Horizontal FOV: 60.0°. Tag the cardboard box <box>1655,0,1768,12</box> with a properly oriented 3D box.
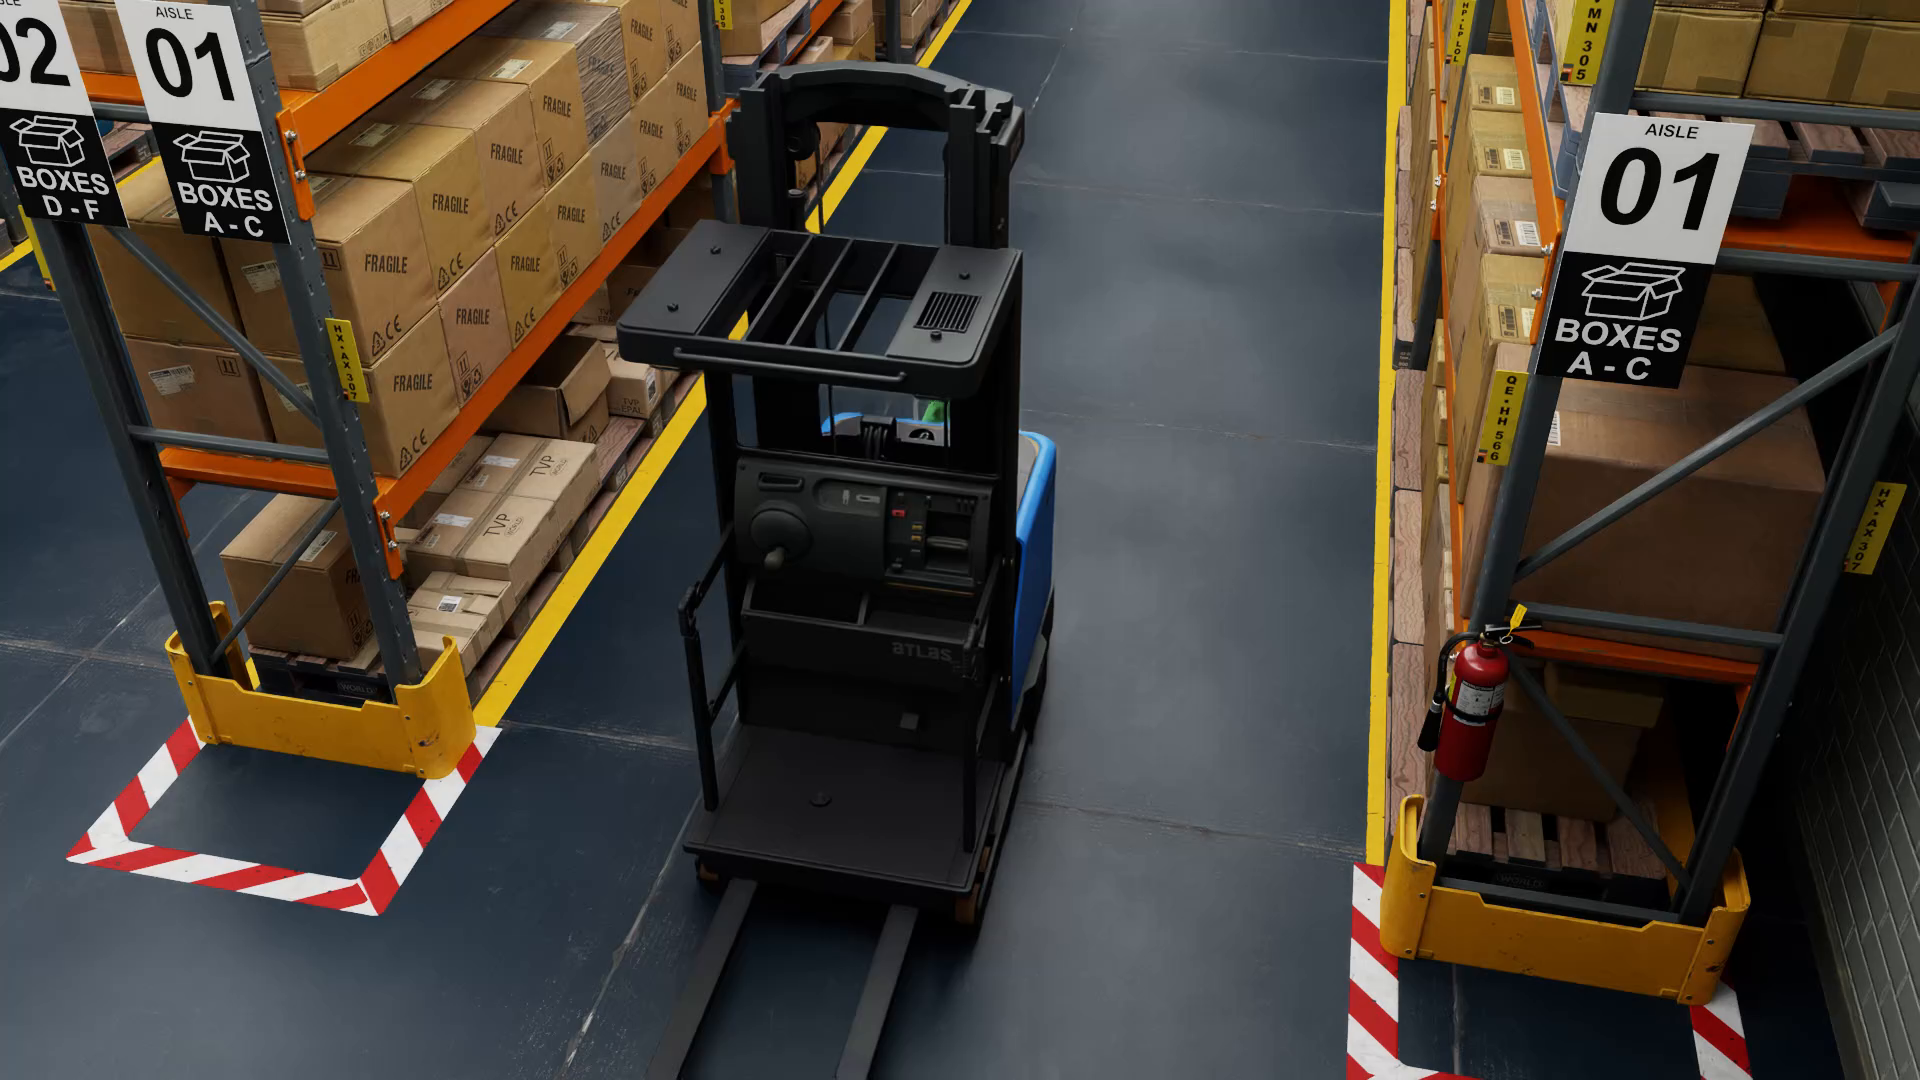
[{"bbox_3d":[2.053,-1.846,4.731,0.500,0.500,0.500,7,37,10],"label":"cardboard box"}]

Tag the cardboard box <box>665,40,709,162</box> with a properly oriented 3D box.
[{"bbox_3d":[-1.678,-2.358,8.863,0.500,0.500,0.500,8,37,11],"label":"cardboard box"}]

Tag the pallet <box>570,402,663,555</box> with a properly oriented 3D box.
[{"bbox_3d":[-2.228,-0.412,8.639,1.003,0.211,1.213,7,37,10],"label":"pallet"}]

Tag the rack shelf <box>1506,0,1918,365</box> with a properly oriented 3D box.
[{"bbox_3d":[2.591,-1.794,6.227,1.077,0.370,4.000,7,37,10],"label":"rack shelf"}]

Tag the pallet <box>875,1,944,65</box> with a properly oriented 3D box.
[{"bbox_3d":[-0.754,-4.268,13.959,1.003,0.211,1.213,7,37,10],"label":"pallet"}]

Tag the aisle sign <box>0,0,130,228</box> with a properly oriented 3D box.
[{"bbox_3d":[-2.991,-1.395,5.404,0.394,0.787,0.004,7,37,10],"label":"aisle sign"}]

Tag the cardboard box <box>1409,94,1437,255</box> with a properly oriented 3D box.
[{"bbox_3d":[3.217,-2.216,10.226,0.750,0.750,0.750,8,37,11],"label":"cardboard box"}]

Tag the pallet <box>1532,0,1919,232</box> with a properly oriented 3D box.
[{"bbox_3d":[2.312,-1.330,5.048,1.003,0.211,1.213,7,37,10],"label":"pallet"}]

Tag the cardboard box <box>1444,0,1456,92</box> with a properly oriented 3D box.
[{"bbox_3d":[2.969,-2.777,9.169,0.500,0.500,0.500,8,37,10],"label":"cardboard box"}]

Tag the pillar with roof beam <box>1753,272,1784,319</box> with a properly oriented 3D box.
[{"bbox_3d":[-0.492,-4.477,6.759,9.100,9.000,0.400,7,37,10],"label":"pillar with roof beam"}]

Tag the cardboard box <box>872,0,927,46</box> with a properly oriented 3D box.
[{"bbox_3d":[-0.569,-4.250,13.543,0.500,0.250,0.500,7,37,10],"label":"cardboard box"}]

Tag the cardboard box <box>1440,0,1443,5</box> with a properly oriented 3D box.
[{"bbox_3d":[3.290,-3.650,10.375,0.500,0.500,0.500,7,37,10],"label":"cardboard box"}]

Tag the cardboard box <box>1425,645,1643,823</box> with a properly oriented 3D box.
[{"bbox_3d":[2.215,0.704,6.495,0.700,0.500,0.500,7,37,10],"label":"cardboard box"}]

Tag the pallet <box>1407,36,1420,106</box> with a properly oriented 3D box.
[{"bbox_3d":[4.040,-3.630,13.078,1.003,0.211,1.213,7,37,10],"label":"pallet"}]

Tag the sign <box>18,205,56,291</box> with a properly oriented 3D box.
[{"bbox_3d":[-3.215,-1.021,5.847,0.100,0.325,0.005,7,37,10],"label":"sign"}]

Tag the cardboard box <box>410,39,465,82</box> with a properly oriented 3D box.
[{"bbox_3d":[-2.527,-1.960,7.462,0.500,0.500,0.500,8,37,11],"label":"cardboard box"}]

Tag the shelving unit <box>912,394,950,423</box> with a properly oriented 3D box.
[{"bbox_3d":[-0.035,-0.391,7.767,0.258,1.200,0.503,7,37,10],"label":"shelving unit"}]

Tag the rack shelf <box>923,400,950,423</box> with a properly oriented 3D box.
[{"bbox_3d":[-0.035,-0.534,7.664,0.258,0.148,0.480,7,37,10],"label":"rack shelf"}]

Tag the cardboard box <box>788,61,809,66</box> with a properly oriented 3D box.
[{"bbox_3d":[-1.267,-2.926,10.848,0.500,0.250,0.500,7,37,10],"label":"cardboard box"}]

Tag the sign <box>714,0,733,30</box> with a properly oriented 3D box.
[{"bbox_3d":[-1.291,-2.923,8.990,0.100,0.325,0.005,7,37,10],"label":"sign"}]

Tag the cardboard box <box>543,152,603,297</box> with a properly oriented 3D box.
[{"bbox_3d":[-2.001,-1.475,7.644,0.500,0.500,0.500,8,37,11],"label":"cardboard box"}]

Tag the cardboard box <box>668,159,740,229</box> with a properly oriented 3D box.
[{"bbox_3d":[-1.481,-2.049,10.277,0.500,0.500,0.500,6,36,8],"label":"cardboard box"}]

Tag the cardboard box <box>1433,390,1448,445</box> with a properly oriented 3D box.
[{"bbox_3d":[2.395,-0.550,7.672,0.380,0.149,0.250,6,36,9],"label":"cardboard box"}]

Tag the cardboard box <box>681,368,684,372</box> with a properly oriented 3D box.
[{"bbox_3d":[-1.688,-1.076,9.233,0.380,0.149,0.250,7,37,10],"label":"cardboard box"}]

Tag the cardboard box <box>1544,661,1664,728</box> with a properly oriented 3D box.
[{"bbox_3d":[2.384,0.538,6.171,0.380,0.149,0.250,8,37,10],"label":"cardboard box"}]

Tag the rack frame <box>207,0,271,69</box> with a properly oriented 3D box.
[{"bbox_3d":[-2.677,-2.772,4.407,1.000,3.000,0.127,7,37,10],"label":"rack frame"}]

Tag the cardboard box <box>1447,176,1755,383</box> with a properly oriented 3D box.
[{"bbox_3d":[2.579,-0.994,6.810,0.980,0.700,0.700,6,36,8],"label":"cardboard box"}]

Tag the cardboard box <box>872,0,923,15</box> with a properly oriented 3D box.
[{"bbox_3d":[-0.569,-4.477,13.378,0.500,0.311,0.500,9,37,12],"label":"cardboard box"}]

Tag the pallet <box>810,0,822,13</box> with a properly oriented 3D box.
[{"bbox_3d":[-1.379,-3.737,11.013,1.003,0.211,1.213,7,37,10],"label":"pallet"}]

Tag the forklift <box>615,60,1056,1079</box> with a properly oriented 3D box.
[{"bbox_3d":[-0.393,0.017,5.730,1.130,2.935,3.031,7,37,10],"label":"forklift"}]

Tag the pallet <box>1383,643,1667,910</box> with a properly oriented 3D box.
[{"bbox_3d":[2.258,0.936,6.778,1.003,0.211,1.213,7,37,10],"label":"pallet"}]

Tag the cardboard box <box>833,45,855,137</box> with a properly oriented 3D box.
[{"bbox_3d":[-1.049,-3.234,11.911,0.500,0.500,0.500,6,36,8],"label":"cardboard box"}]

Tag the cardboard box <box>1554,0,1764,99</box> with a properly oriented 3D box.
[{"bbox_3d":[2.061,-1.542,4.950,0.500,0.250,0.500,8,37,11],"label":"cardboard box"}]

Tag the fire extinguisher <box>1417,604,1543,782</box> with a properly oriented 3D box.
[{"bbox_3d":[1.680,0.486,5.407,0.296,0.674,0.183,7,37,10],"label":"fire extinguisher"}]

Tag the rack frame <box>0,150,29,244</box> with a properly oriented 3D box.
[{"bbox_3d":[-6.661,-3.260,10.191,1.000,3.000,0.127,7,37,10],"label":"rack frame"}]

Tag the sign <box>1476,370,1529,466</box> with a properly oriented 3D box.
[{"bbox_3d":[1.636,-0.365,5.009,0.100,0.325,0.005,7,37,10],"label":"sign"}]

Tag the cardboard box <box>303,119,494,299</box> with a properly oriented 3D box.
[{"bbox_3d":[-2.220,-1.311,6.565,0.500,0.500,0.500,8,37,10],"label":"cardboard box"}]

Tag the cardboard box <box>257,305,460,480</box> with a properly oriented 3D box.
[{"bbox_3d":[-2.324,-0.605,6.444,0.500,0.500,0.500,8,37,11],"label":"cardboard box"}]

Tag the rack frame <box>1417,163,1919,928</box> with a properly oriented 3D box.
[{"bbox_3d":[2.163,0.275,5.314,1.000,3.000,0.127,7,37,10],"label":"rack frame"}]

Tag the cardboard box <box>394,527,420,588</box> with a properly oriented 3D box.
[{"bbox_3d":[-2.627,0.062,7.648,0.380,0.166,0.250,7,37,10],"label":"cardboard box"}]

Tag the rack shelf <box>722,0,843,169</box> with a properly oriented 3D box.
[{"bbox_3d":[-1.395,-3.492,11.125,1.077,0.370,4.000,7,37,10],"label":"rack shelf"}]

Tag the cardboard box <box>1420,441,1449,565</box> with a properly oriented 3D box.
[{"bbox_3d":[2.536,-0.178,7.712,0.700,0.500,0.500,8,37,11],"label":"cardboard box"}]

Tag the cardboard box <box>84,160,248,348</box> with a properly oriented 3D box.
[{"bbox_3d":[-2.850,-1.078,6.245,0.500,0.500,0.500,7,37,10],"label":"cardboard box"}]

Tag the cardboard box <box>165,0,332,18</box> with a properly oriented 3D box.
[{"bbox_3d":[-2.313,-1.962,5.546,0.500,0.250,0.500,7,37,10],"label":"cardboard box"}]

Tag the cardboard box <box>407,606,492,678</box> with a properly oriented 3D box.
[{"bbox_3d":[-2.252,0.436,7.147,0.380,0.149,0.250,7,37,10],"label":"cardboard box"}]

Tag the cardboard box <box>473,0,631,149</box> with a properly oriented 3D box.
[{"bbox_3d":[-1.892,-2.177,7.760,0.500,0.500,0.500,8,37,10],"label":"cardboard box"}]

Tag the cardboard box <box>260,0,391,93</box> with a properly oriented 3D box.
[{"bbox_3d":[-2.319,-1.760,5.694,0.500,0.250,0.500,7,37,10],"label":"cardboard box"}]

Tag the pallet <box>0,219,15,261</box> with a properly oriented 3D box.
[{"bbox_3d":[-6.780,-1.704,10.421,1.003,0.211,1.213,7,37,10],"label":"pallet"}]

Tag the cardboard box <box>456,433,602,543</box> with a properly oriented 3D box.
[{"bbox_3d":[-2.070,-0.258,8.018,0.500,0.250,0.500,7,37,10],"label":"cardboard box"}]

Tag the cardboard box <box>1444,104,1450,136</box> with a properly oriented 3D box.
[{"bbox_3d":[2.844,-2.301,9.066,0.380,0.149,0.250,8,37,11],"label":"cardboard box"}]
